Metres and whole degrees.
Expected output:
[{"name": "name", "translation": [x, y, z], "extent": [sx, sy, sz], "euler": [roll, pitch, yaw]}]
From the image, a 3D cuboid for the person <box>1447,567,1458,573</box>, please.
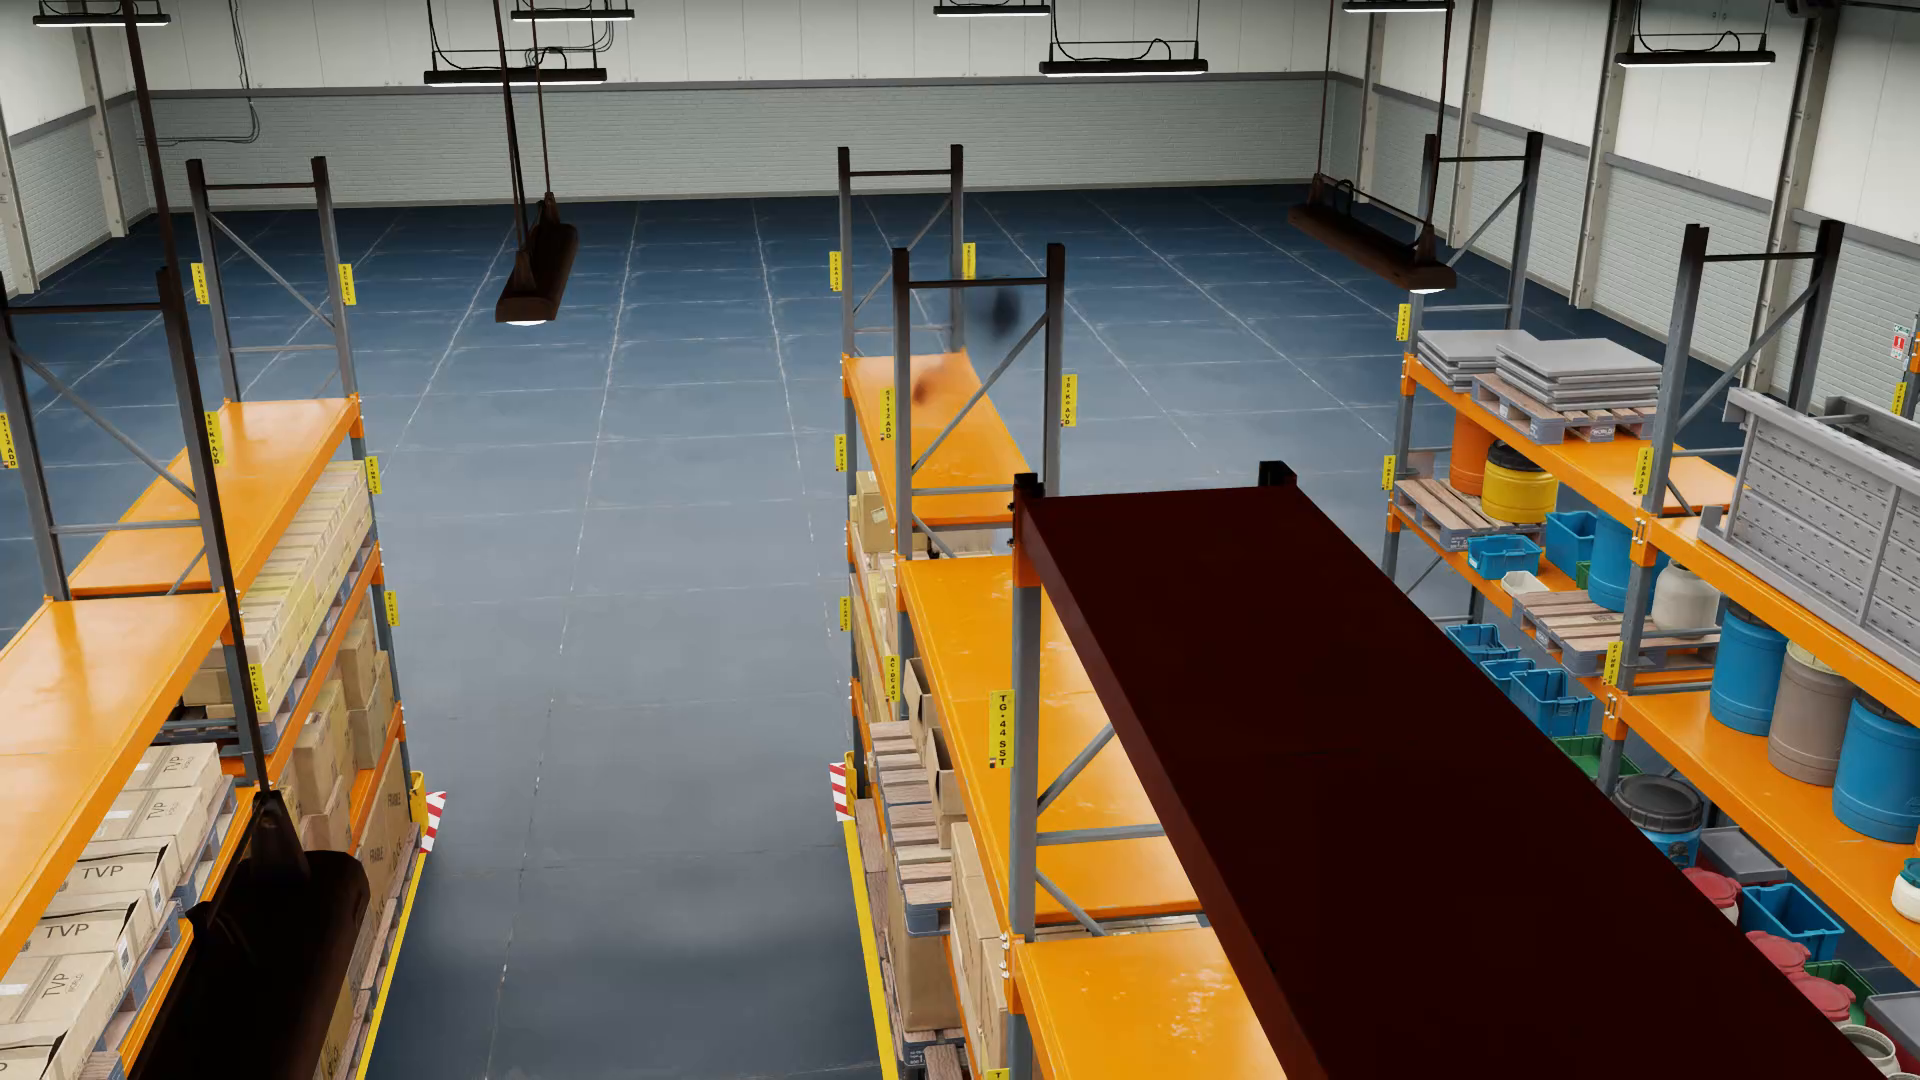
[{"name": "person", "translation": [6.449, -0.330, 20.182], "extent": [0.867, 1.722, 0.597], "euler": [7, 23, 16]}]
